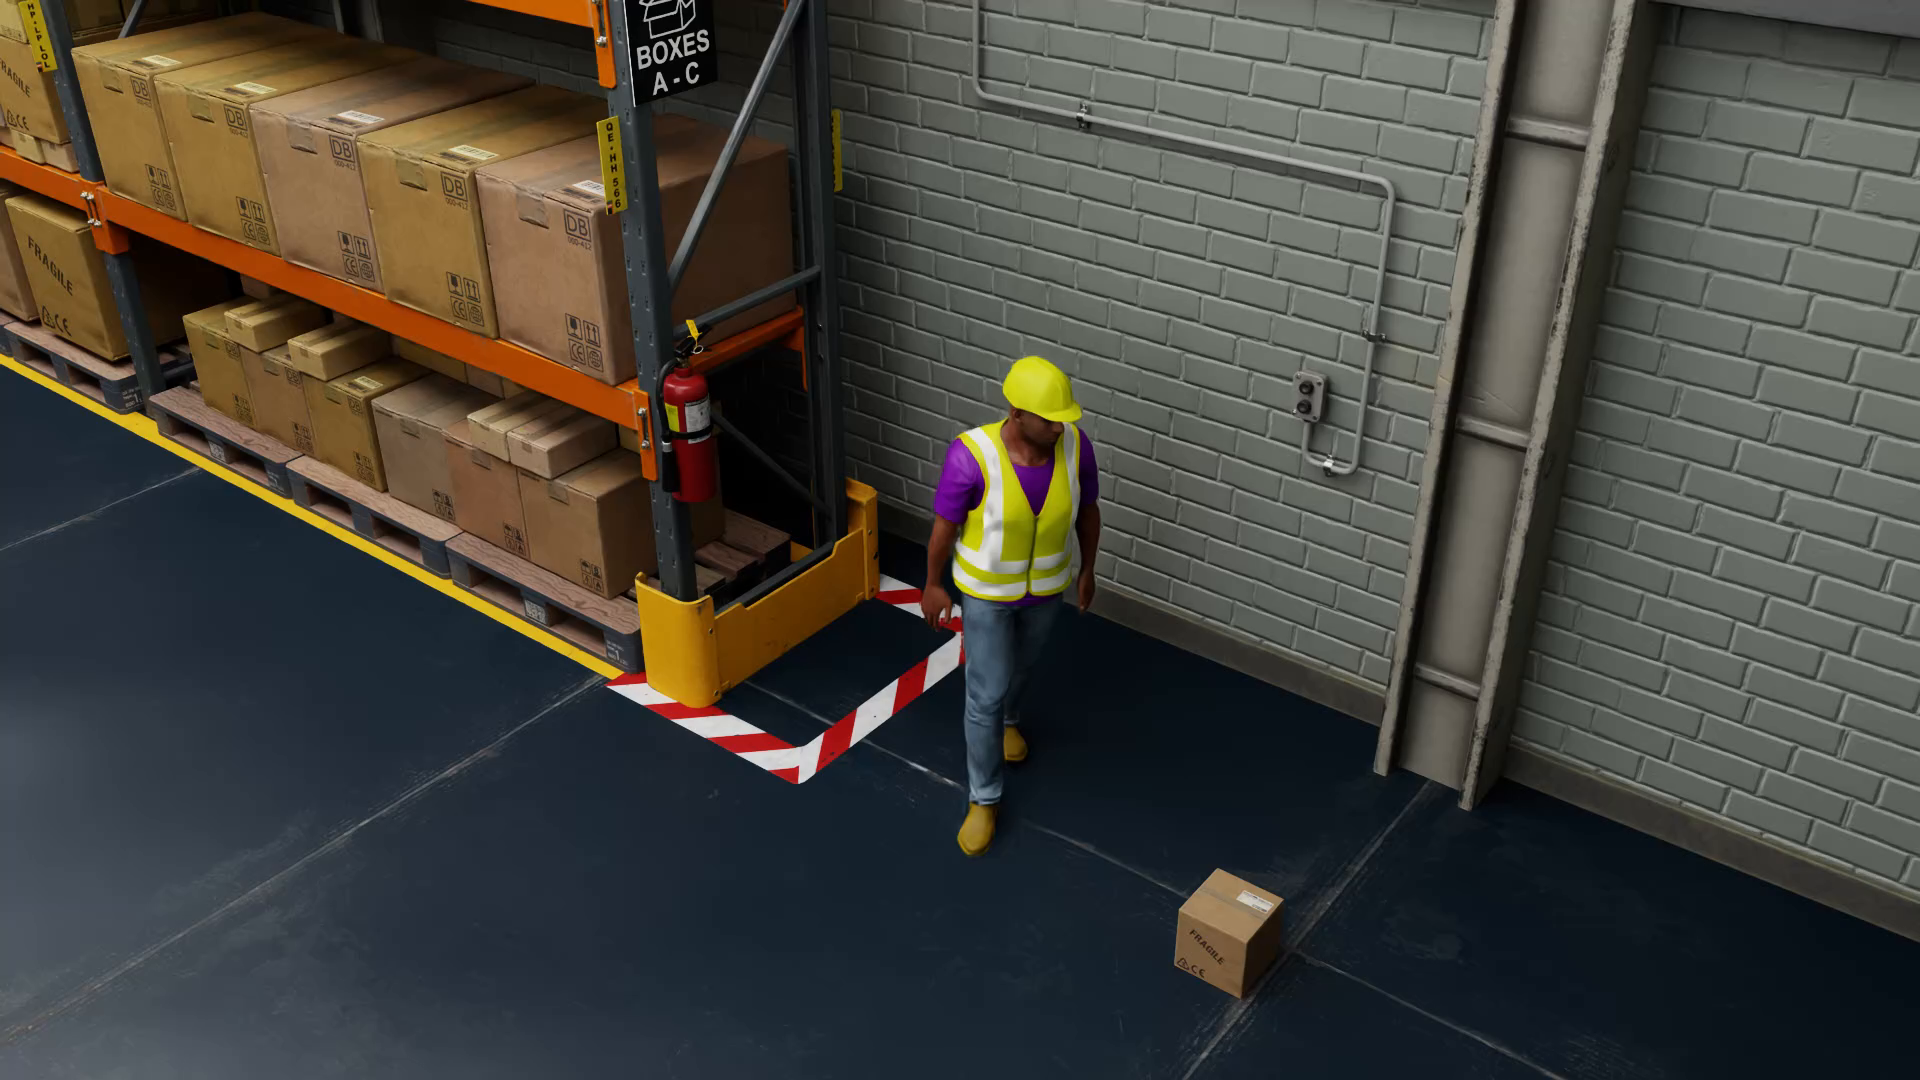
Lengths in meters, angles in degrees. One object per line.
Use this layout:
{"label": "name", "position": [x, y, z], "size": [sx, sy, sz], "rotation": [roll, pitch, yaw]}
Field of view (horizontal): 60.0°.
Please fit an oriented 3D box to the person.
{"label": "person", "position": [0.195, 0.157, 5.851], "size": [0.644, 1.775, 0.714], "rotation": [-11, 33, -18]}
